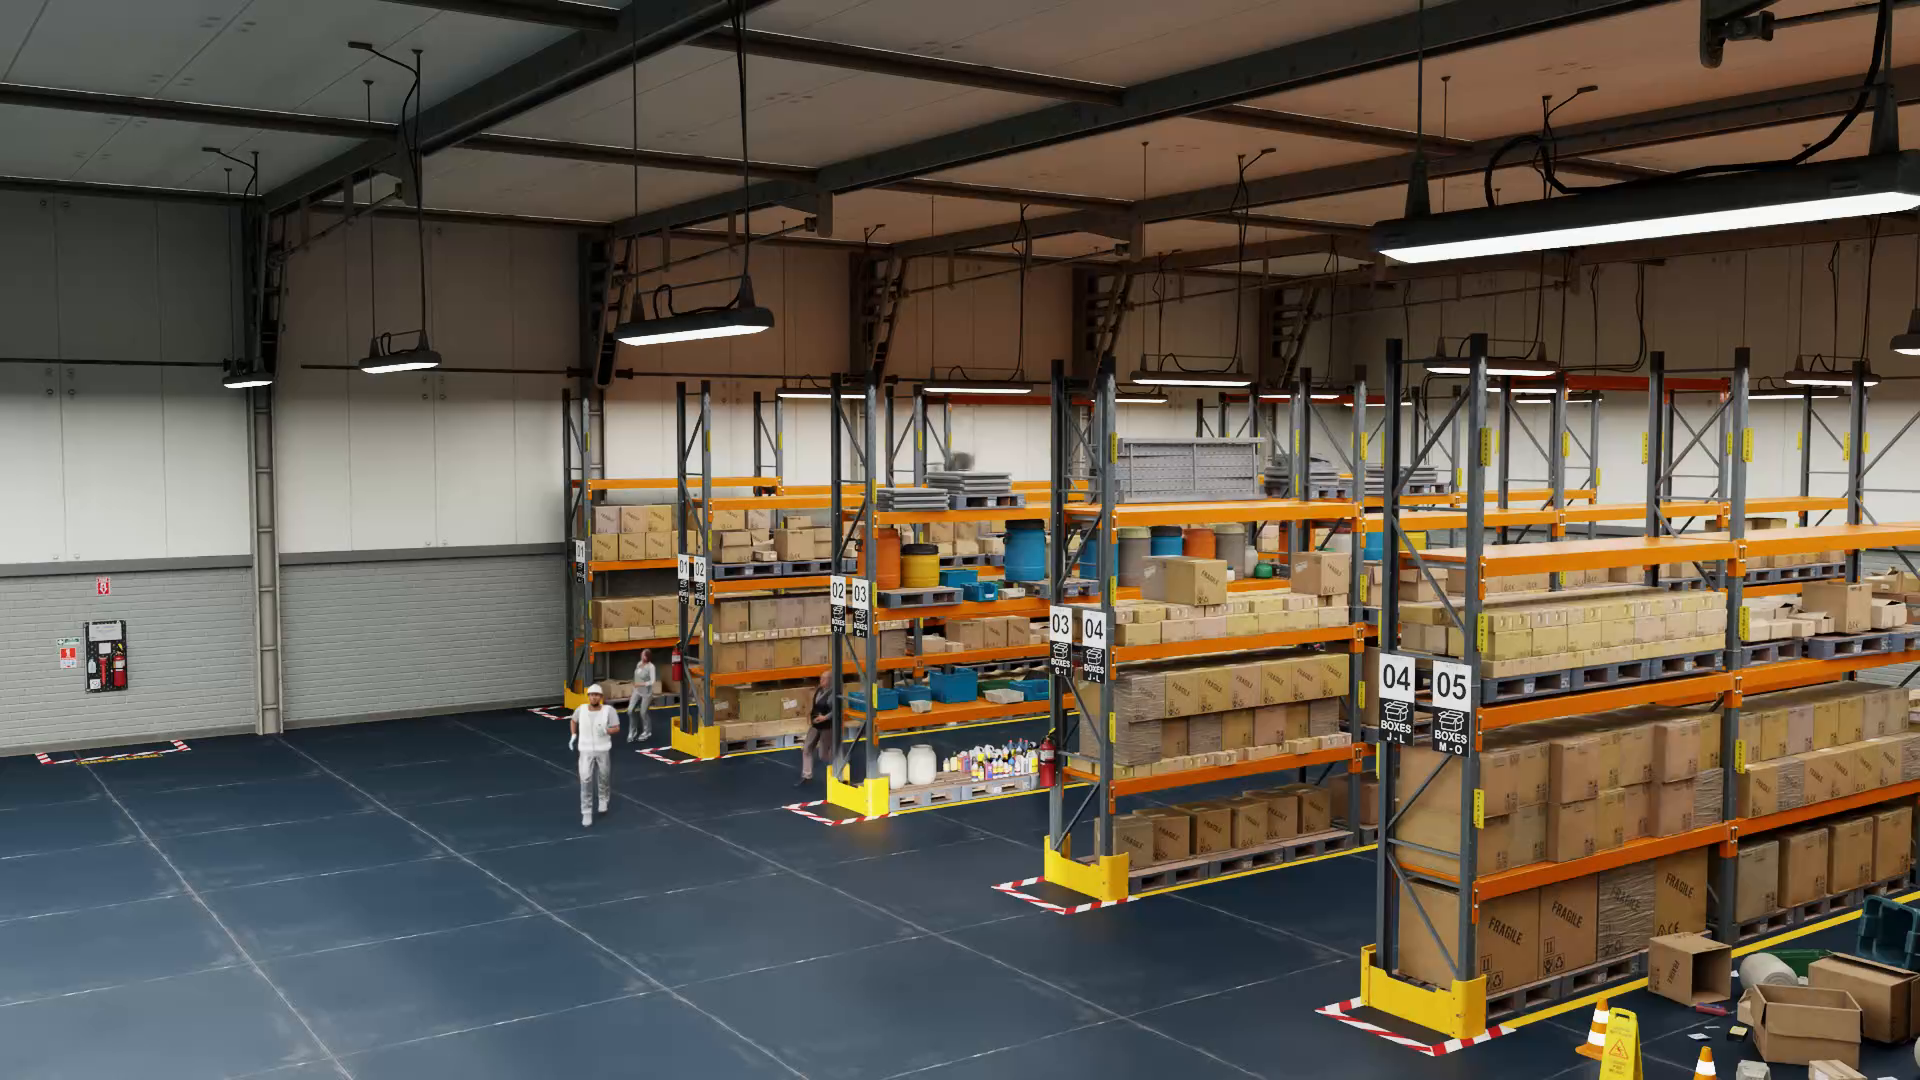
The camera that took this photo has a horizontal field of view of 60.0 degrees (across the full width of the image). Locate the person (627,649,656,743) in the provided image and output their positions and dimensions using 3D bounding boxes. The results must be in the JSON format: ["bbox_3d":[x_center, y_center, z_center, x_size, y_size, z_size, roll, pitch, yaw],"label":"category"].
[{"bbox_3d":[-5.291,2.599,27.817,0.544,1.593,0.625,2,4,24],"label":"person"}]

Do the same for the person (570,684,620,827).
[{"bbox_3d":[-4.869,2.833,22.189,0.672,1.826,0.854,-1,4,-9],"label":"person"}]

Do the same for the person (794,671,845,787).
[{"bbox_3d":[-1.957,2.762,24.426,0.697,1.701,0.860,4,5,44],"label":"person"}]
